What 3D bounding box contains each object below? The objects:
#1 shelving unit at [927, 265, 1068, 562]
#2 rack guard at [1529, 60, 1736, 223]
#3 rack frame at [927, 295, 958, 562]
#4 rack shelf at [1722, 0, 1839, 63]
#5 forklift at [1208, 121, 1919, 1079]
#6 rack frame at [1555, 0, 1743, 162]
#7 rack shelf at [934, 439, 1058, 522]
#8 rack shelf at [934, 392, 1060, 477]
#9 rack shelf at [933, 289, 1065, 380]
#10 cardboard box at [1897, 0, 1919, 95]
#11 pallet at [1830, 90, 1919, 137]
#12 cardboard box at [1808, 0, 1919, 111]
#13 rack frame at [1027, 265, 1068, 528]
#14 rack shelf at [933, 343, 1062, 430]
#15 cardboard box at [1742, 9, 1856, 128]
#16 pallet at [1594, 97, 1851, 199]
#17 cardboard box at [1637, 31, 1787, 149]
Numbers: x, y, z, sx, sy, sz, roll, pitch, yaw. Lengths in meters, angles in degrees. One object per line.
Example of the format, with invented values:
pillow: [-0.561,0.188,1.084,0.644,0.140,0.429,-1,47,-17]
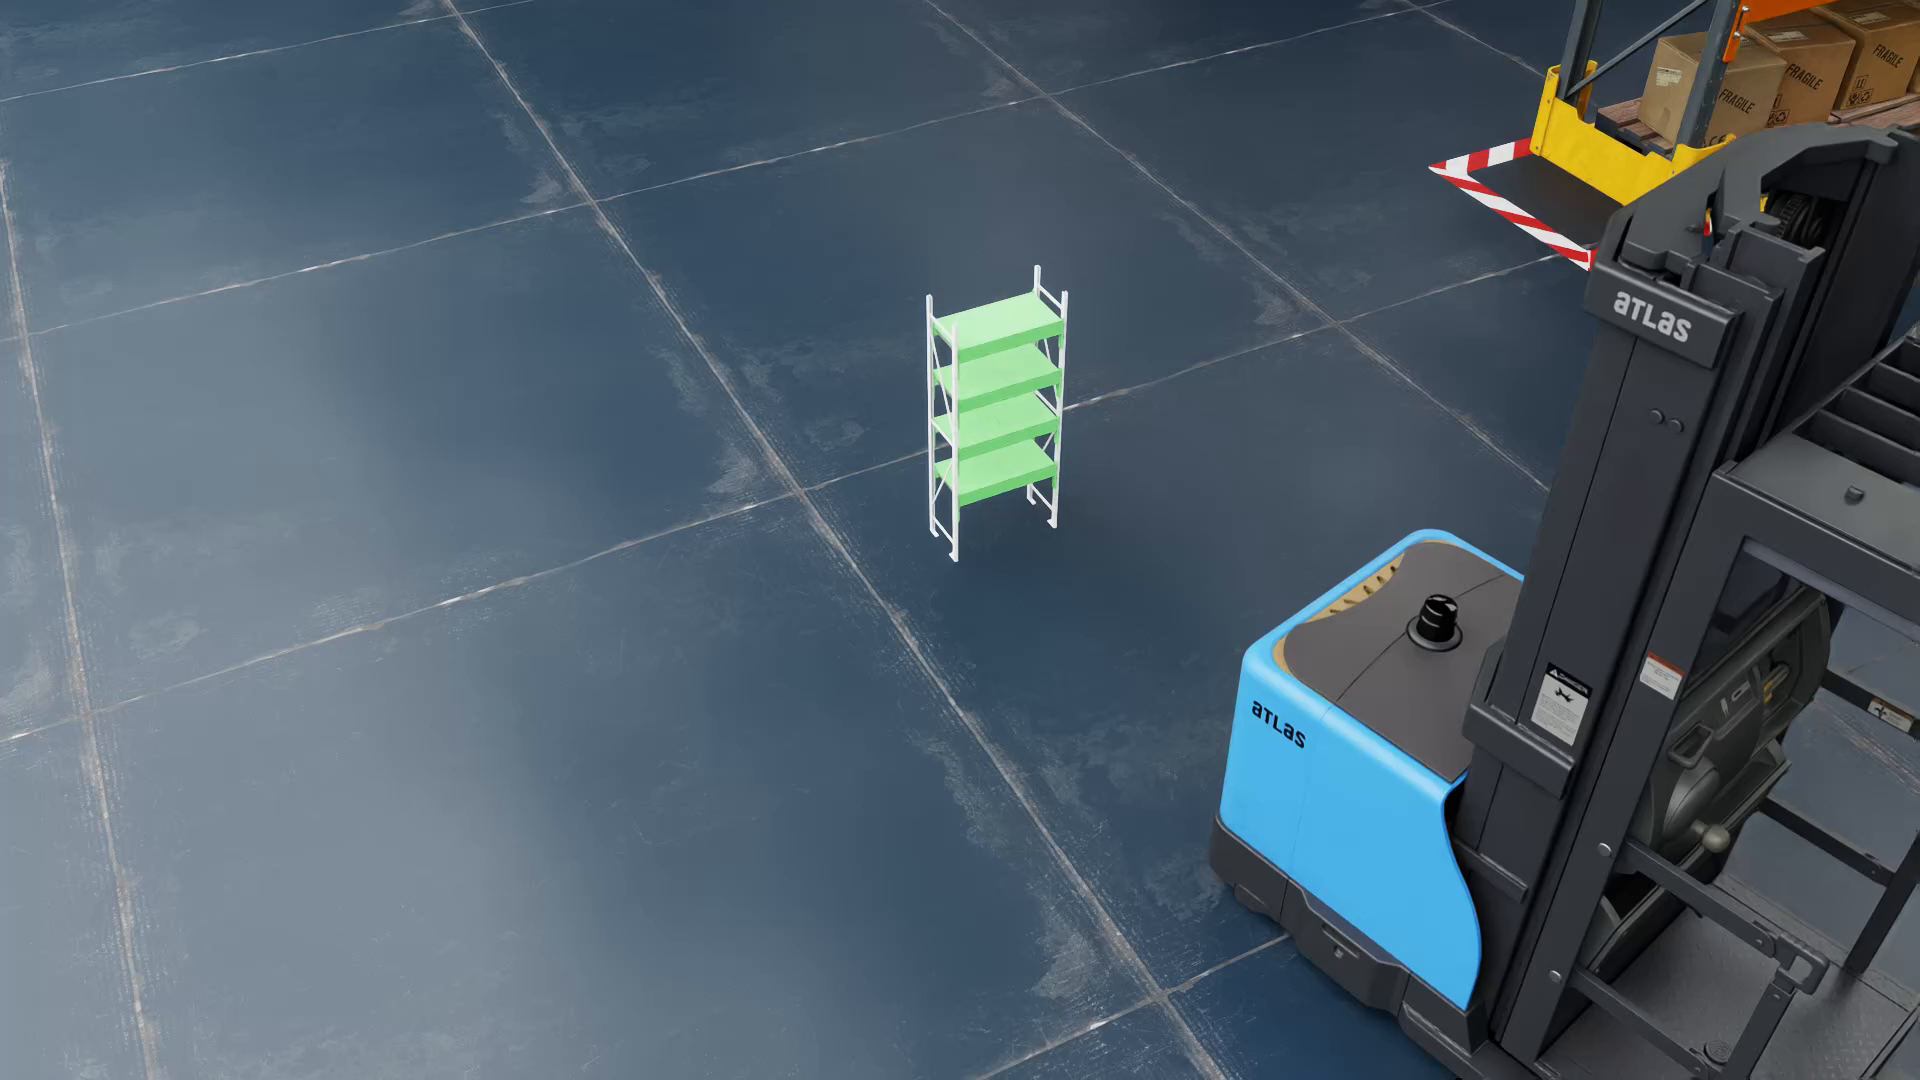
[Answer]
shelving unit: [0.147,-0.507,6.921,0.503,1.200,0.258,-19,44,-21]
rack guard: [3.837,-2.280,9.557,0.348,0.500,1.175,-19,44,-21]
rack frame: [-0.070,-0.435,6.835,0.015,1.200,0.240,-19,44,-21]
rack shelf: [5.543,-3.534,9.660,4.000,0.370,1.077,-19,44,-21]
forklift: [2.222,0.556,4.325,1.130,2.935,3.031,-30,49,-30]
rack frame: [3.769,-3.212,8.722,0.127,3.000,1.000,-19,44,-21]
rack shelf: [0.147,-0.275,7.117,0.480,0.148,0.258,-19,44,-21]
rack shelf: [0.147,-0.459,6.962,0.480,0.148,0.258,-19,44,-21]
rack shelf: [0.147,-0.825,6.652,0.480,0.148,0.258,-19,44,-21]
cardboard box: [5.925,-3.109,10.211,0.500,0.500,0.500,-22,45,-24]
pallet: [5.654,-2.754,10.340,1.213,0.211,1.003,-19,44,-21]
cardboard box: [5.409,-2.969,10.045,0.500,0.500,0.500,-15,42,-17]
rack frame: [0.363,-0.580,7.007,0.015,1.200,0.240,-19,44,-21]
rack shelf: [0.147,-0.642,6.807,0.480,0.148,0.258,-19,44,-21]
cardboard box: [4.845,-2.793,9.837,0.500,0.500,0.500,-8,41,-9]
pallet: [4.574,-2.392,9.913,1.213,0.211,1.003,-19,44,-21]
cardboard box: [4.331,-2.594,9.603,0.500,0.500,0.500,-11,41,-13]
